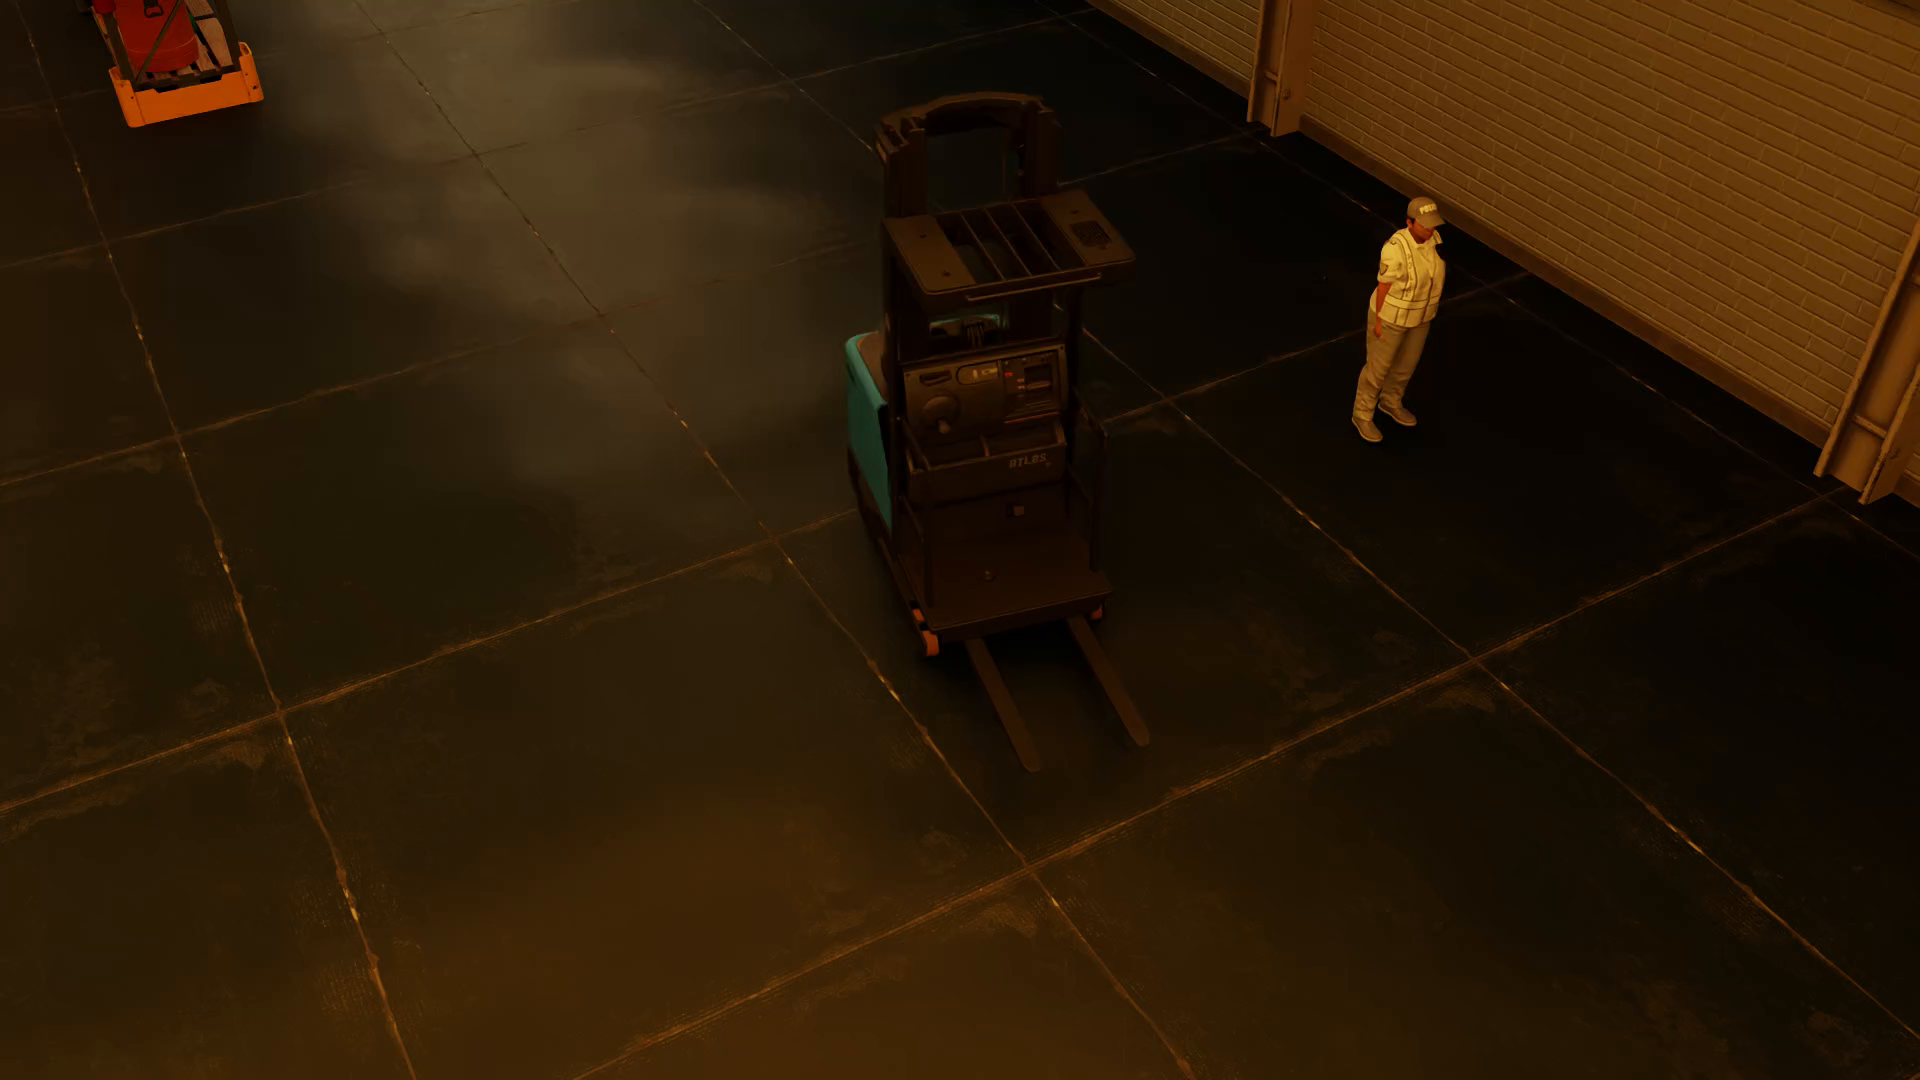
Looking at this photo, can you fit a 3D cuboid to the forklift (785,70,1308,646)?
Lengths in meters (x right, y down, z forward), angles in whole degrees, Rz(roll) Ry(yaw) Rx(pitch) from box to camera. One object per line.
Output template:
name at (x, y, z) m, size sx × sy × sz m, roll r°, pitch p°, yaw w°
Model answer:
forklift at (0.527, -0.975, 9.212) m, size 3.031 × 2.935 × 1.130 m, roll 17°, pitch 43°, yaw 19°

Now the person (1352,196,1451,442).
person at (2.844, -1.444, 10.713) m, size 0.484 × 1.668 × 0.394 m, roll -22°, pitch 45°, yaw -25°
